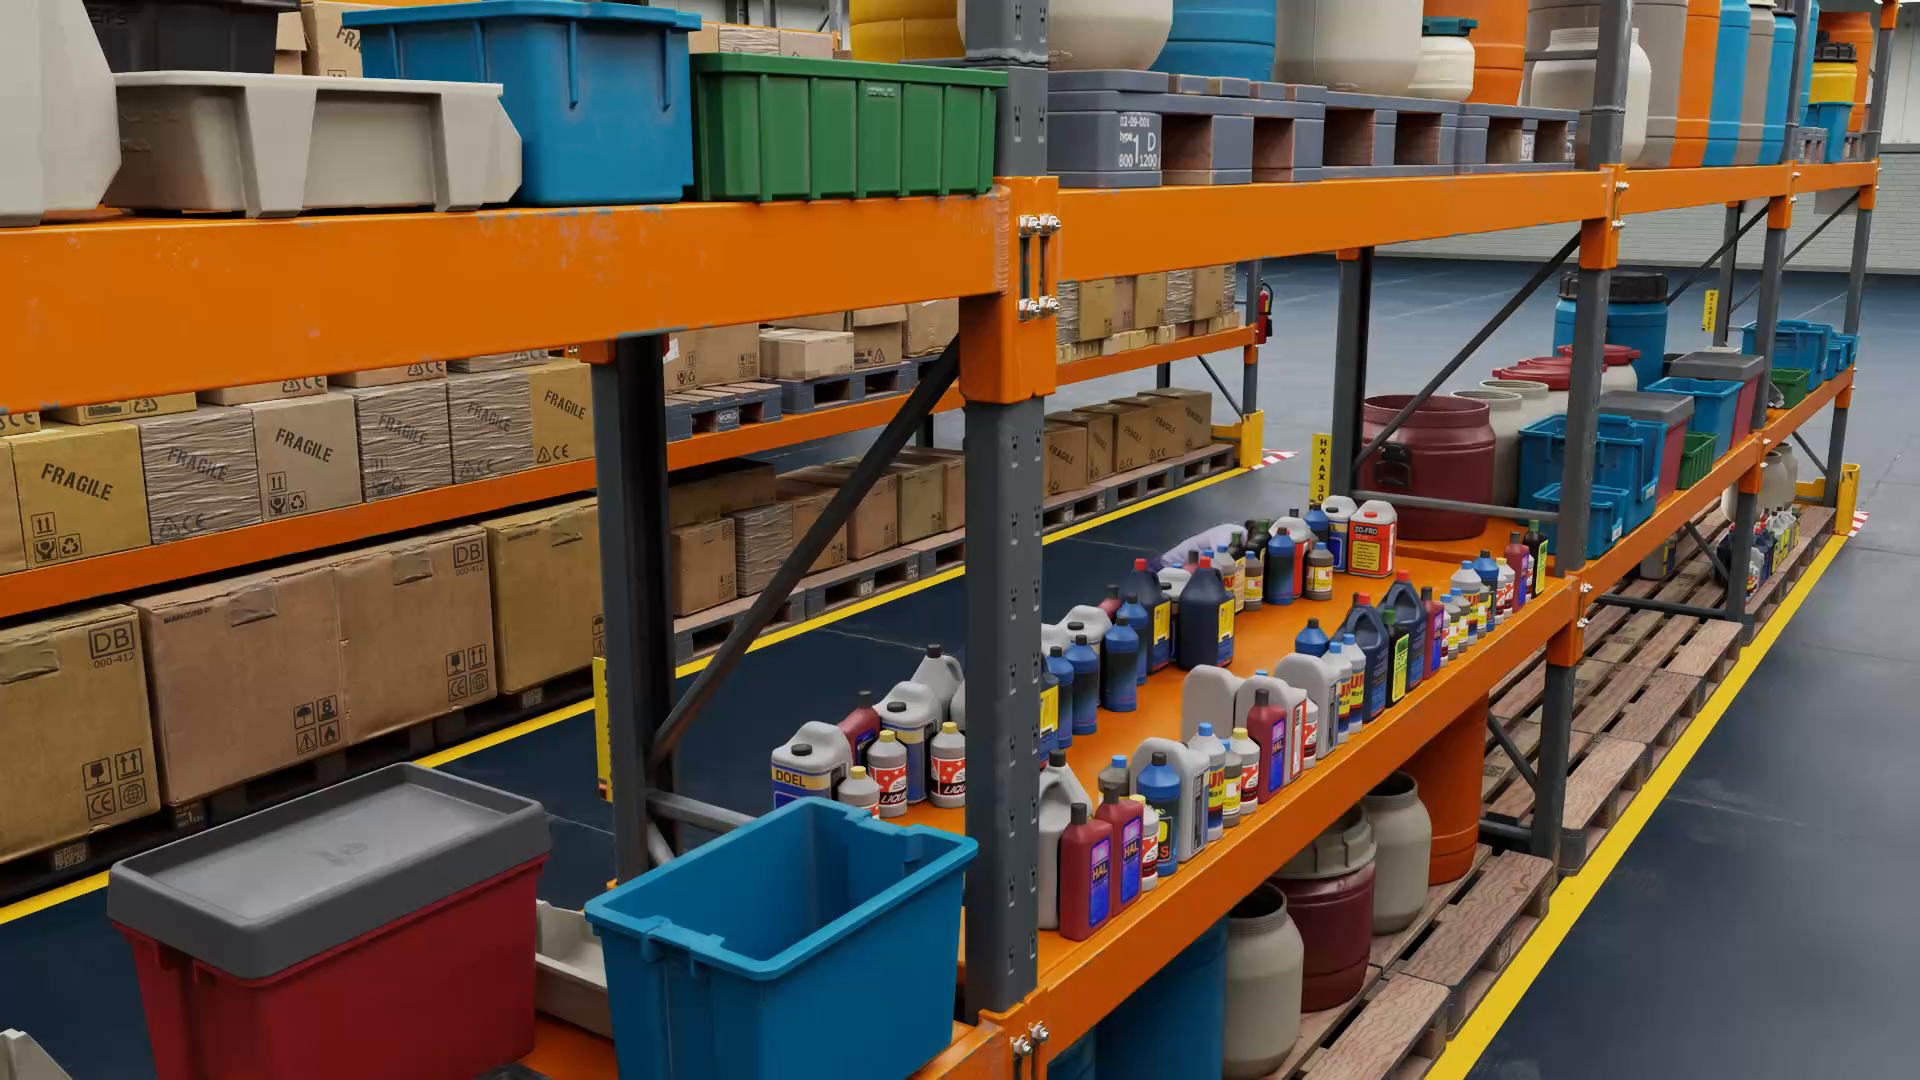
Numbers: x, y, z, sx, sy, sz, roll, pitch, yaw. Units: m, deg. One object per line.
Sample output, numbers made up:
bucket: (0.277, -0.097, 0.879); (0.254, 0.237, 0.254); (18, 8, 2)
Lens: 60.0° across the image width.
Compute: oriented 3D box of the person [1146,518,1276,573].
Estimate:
person: (1.434, 0.281, 9.511); (0.826, 0.885, 0.524); (9, 16, 33)
